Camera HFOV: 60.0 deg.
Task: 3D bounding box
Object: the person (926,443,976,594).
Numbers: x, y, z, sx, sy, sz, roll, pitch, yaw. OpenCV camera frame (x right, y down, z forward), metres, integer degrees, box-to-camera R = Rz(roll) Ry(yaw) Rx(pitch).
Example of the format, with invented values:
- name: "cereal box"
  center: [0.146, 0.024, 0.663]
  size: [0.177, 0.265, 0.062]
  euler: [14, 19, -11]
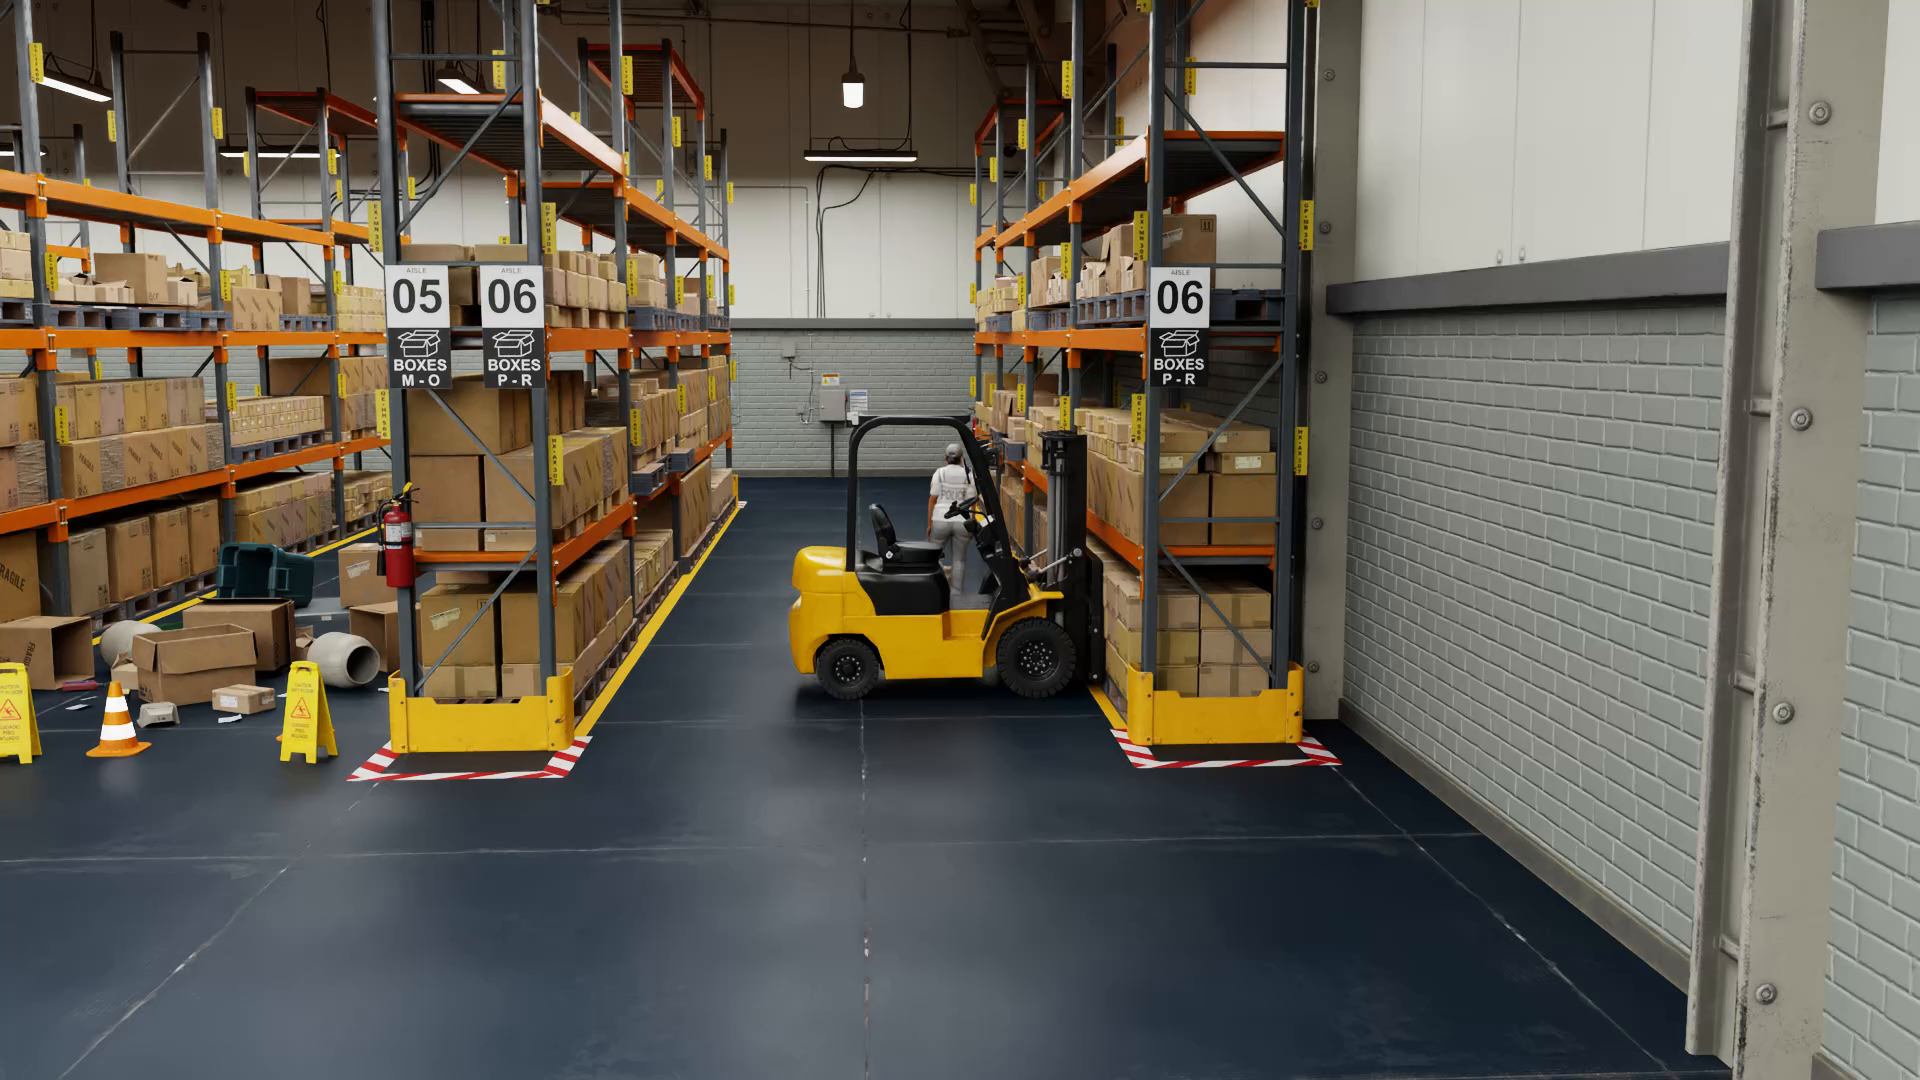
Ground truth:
- name: "person"
  center: [-0.096, -0.135, 16.696]
  size: [0.524, 1.659, 0.493]
  euler: [-1, 7, -8]
